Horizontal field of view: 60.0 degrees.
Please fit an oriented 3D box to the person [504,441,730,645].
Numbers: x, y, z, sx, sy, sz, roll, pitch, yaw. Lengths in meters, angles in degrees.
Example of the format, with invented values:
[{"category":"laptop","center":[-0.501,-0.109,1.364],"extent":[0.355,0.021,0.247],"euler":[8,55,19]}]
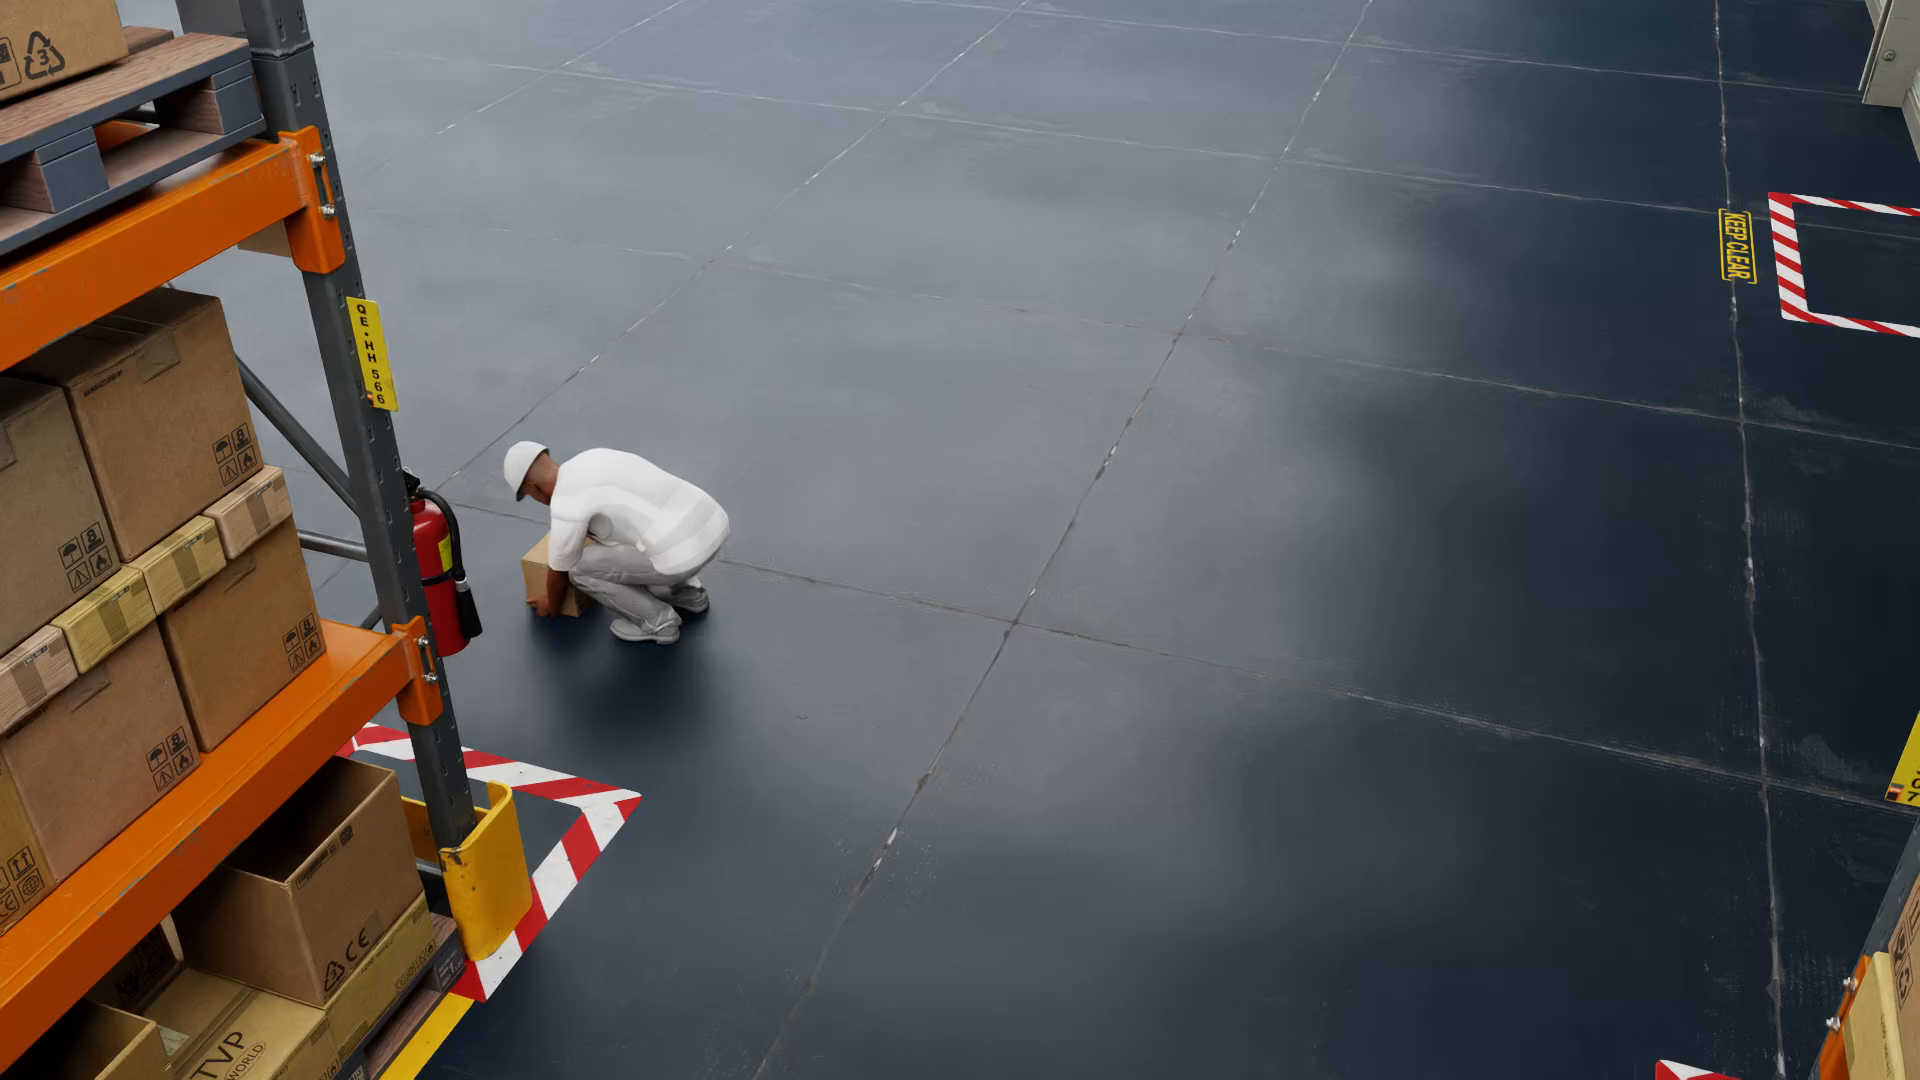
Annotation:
[{"category":"person","center":[-1.454,0.023,7.043],"extent":[0.934,0.887,0.540],"euler":[11,35,16]}]
